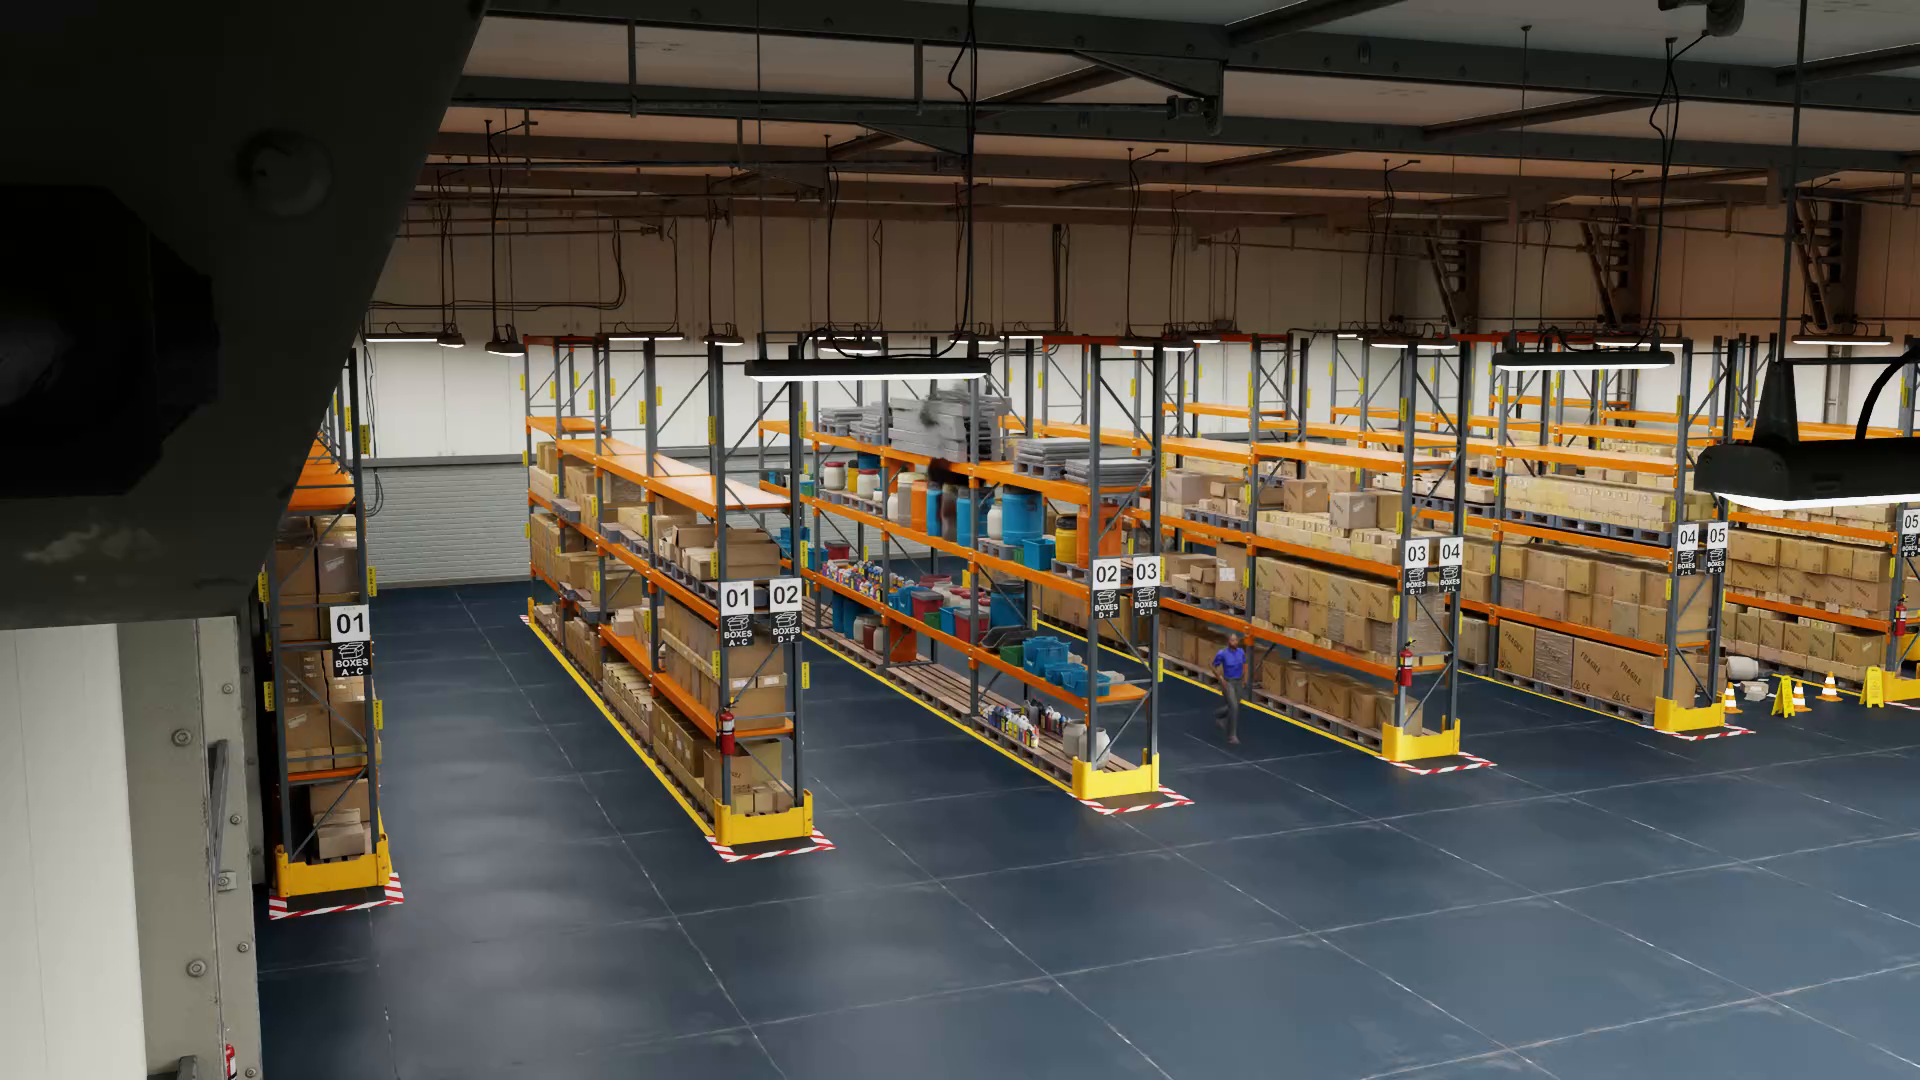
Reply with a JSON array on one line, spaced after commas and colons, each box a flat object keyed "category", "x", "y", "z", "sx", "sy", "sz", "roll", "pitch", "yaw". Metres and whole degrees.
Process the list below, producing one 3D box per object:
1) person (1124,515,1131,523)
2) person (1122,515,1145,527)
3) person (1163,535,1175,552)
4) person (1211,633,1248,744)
[{"category": "person", "x": 3.815, "y": 0.270, "z": 39.272, "sx": 0.826, "sy": 1.771, "sz": 0.944, "roll": -1, "pitch": 8, "yaw": -8}, {"category": "person", "x": 4.117, "y": 0.055, "z": 40.790, "sx": 0.769, "sy": 1.805, "sz": 0.762, "roll": 4, "pitch": 9, "yaw": 27}, {"category": "person", "x": 5.246, "y": 0.030, "z": 41.641, "sx": 0.725, "sy": 1.580, "sz": 0.578, "roll": 1, "pitch": 8, "yaw": 9}, {"category": "person", "x": 4.057, "y": 2.205, "z": 25.111, "sx": 0.598, "sy": 1.675, "sz": 0.723, "roll": -3, "pitch": 8, "yaw": -23}]
